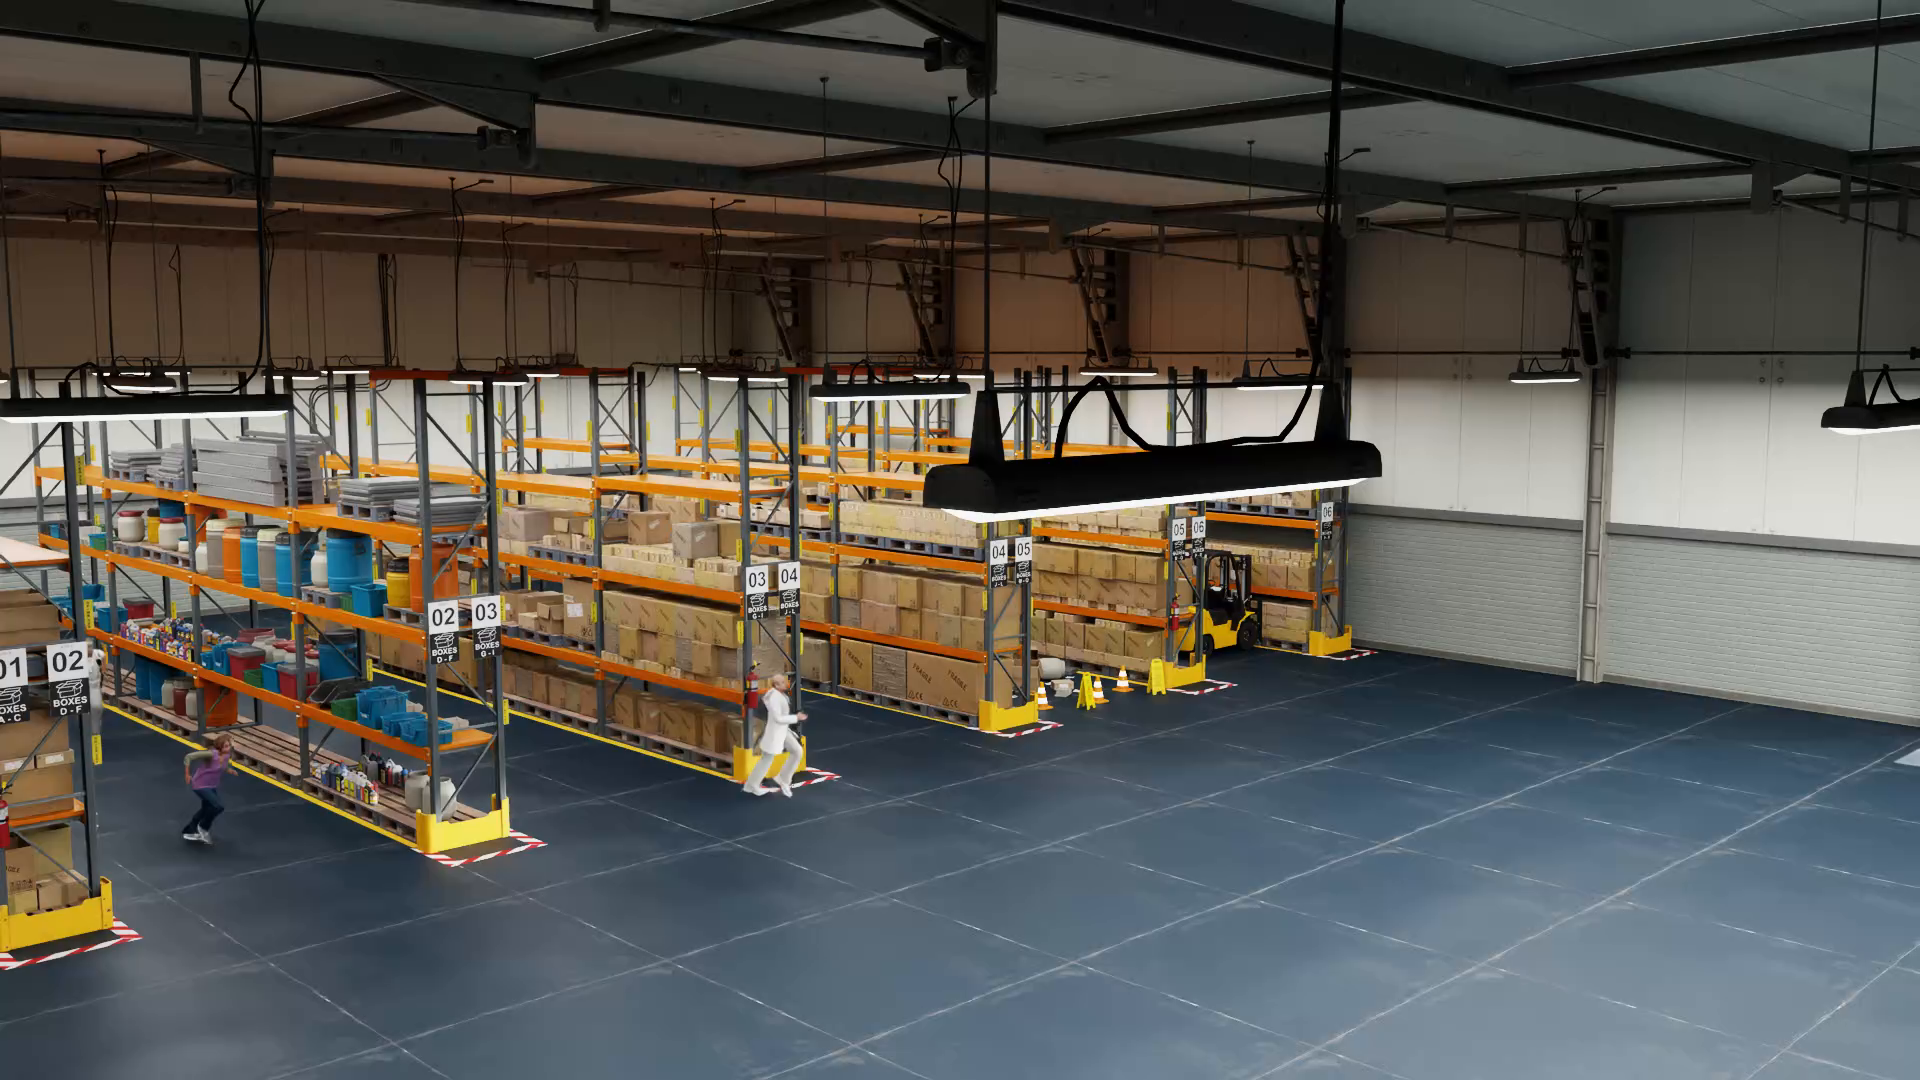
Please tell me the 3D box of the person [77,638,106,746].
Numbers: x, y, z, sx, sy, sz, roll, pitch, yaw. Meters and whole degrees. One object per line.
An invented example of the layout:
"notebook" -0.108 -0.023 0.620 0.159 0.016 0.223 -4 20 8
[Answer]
"person" -14.203 2.437 27.035 0.655 1.800 0.964 -4 8 -34

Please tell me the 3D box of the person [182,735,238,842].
"person" -9.660 3.202 21.330 0.869 1.435 0.568 2 7 17

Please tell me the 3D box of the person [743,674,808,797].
"person" -2.605 2.787 23.662 0.949 1.803 0.724 1 7 8
